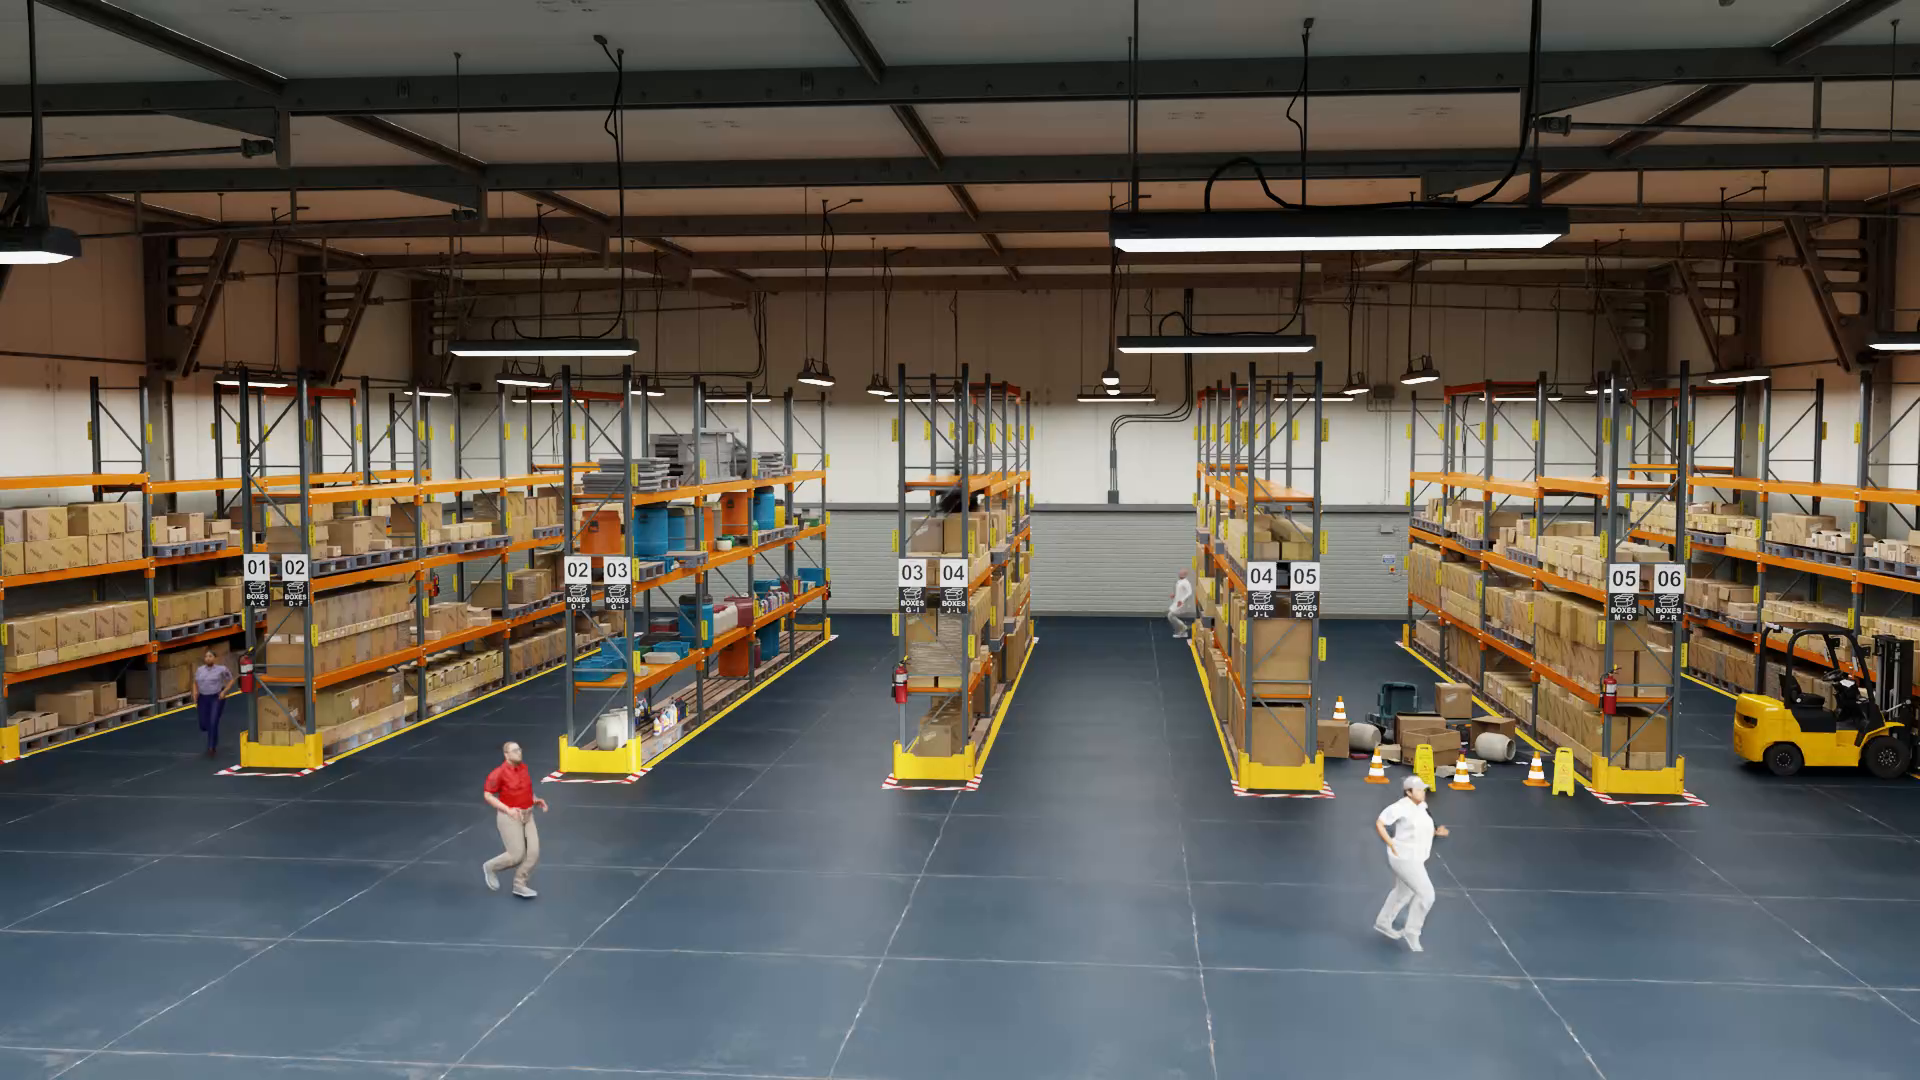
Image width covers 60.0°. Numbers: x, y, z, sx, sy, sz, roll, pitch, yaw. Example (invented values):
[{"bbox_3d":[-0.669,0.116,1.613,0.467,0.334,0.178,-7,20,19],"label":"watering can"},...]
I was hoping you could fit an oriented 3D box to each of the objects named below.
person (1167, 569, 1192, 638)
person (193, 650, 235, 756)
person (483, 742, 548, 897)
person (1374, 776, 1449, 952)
[{"bbox_3d":[5.333,1.554,40.529,0.550,1.711,0.767,0,4,-5],"label":"person"},{"bbox_3d":[-11.737,2.534,26.129,0.612,1.625,0.722,0,4,-7],"label":"person"},{"bbox_3d":[-4.826,3.008,17.971,0.628,1.673,0.661,2,4,26],"label":"person"},{"bbox_3d":[4.402,3.152,16.254,0.726,1.726,0.572,3,5,38],"label":"person"}]
